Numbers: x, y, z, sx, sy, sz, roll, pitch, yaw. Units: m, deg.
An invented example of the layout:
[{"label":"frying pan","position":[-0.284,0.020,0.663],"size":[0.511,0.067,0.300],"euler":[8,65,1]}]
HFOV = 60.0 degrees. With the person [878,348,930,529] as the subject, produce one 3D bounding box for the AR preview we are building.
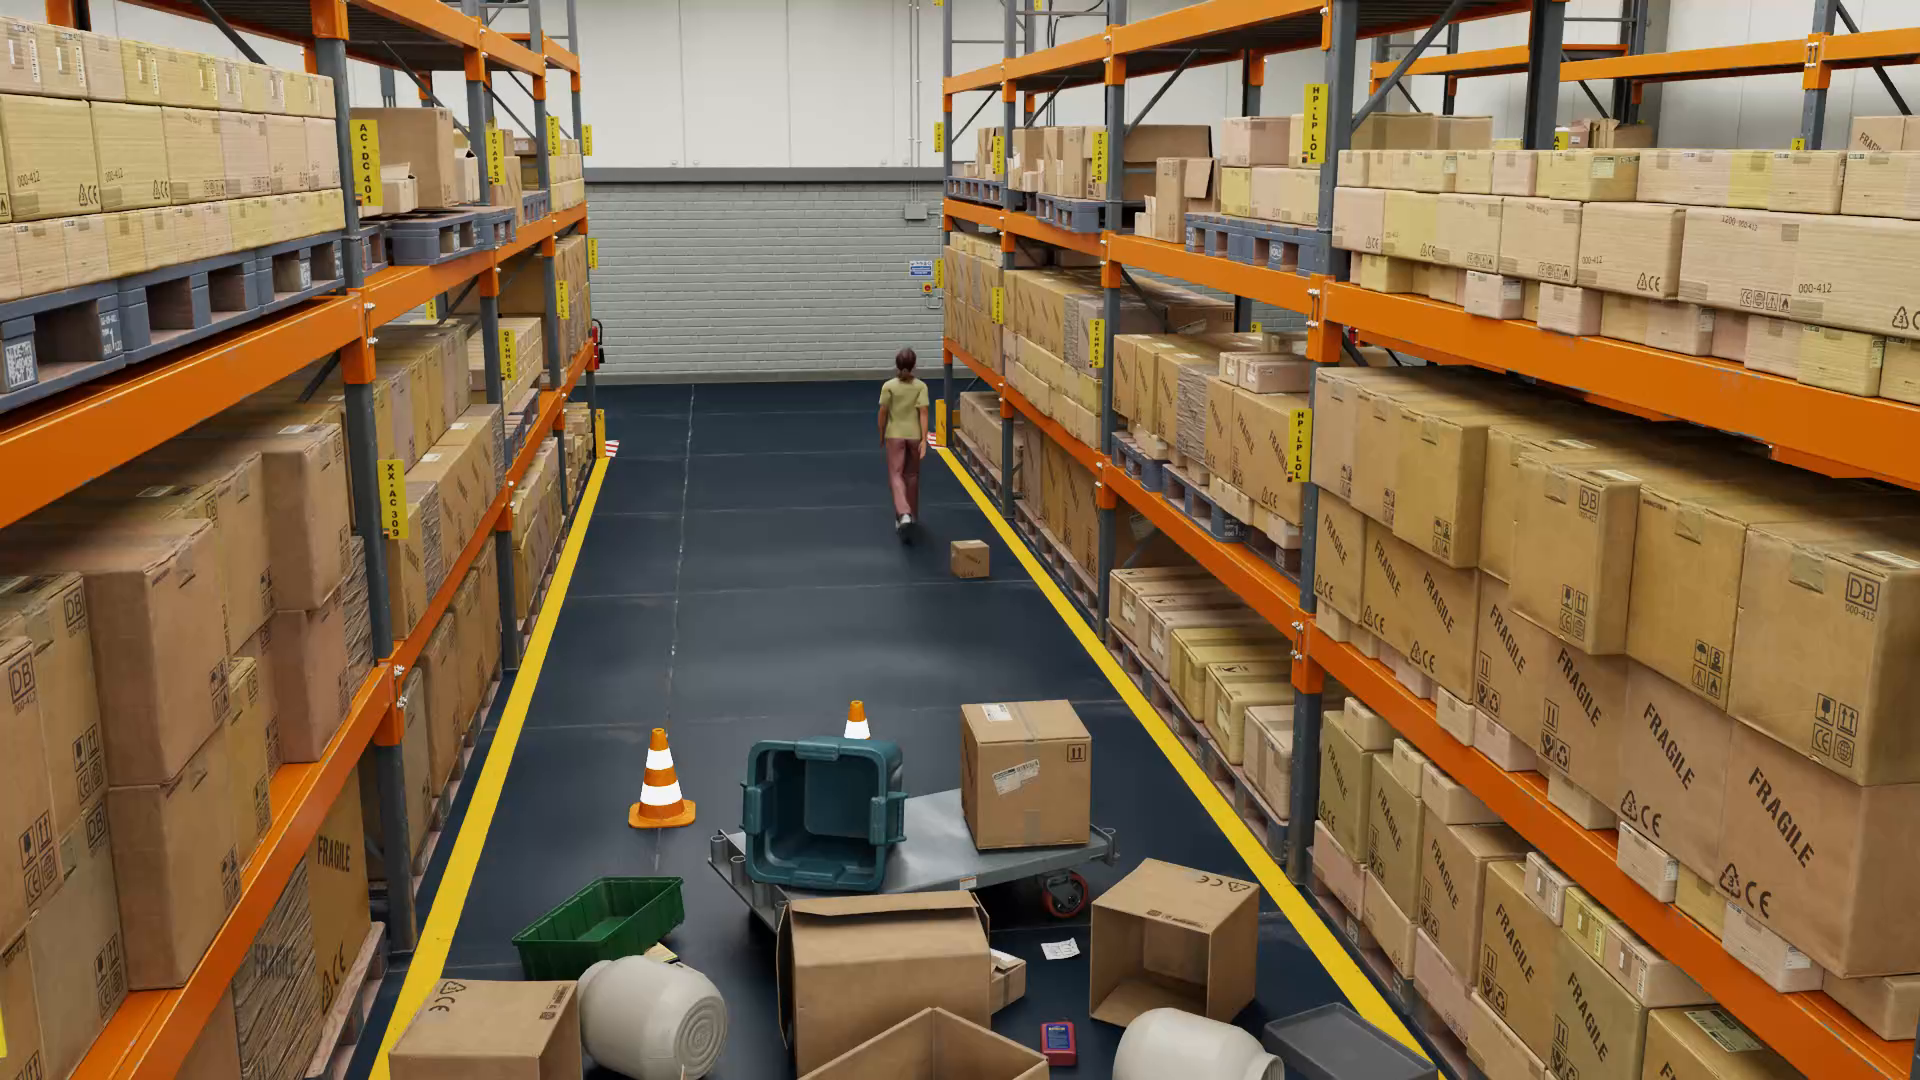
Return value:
[{"label":"person","position":[-0.502,-0.897,14.801],"size":[0.447,1.629,0.968],"euler":[-2,13,-9]}]
